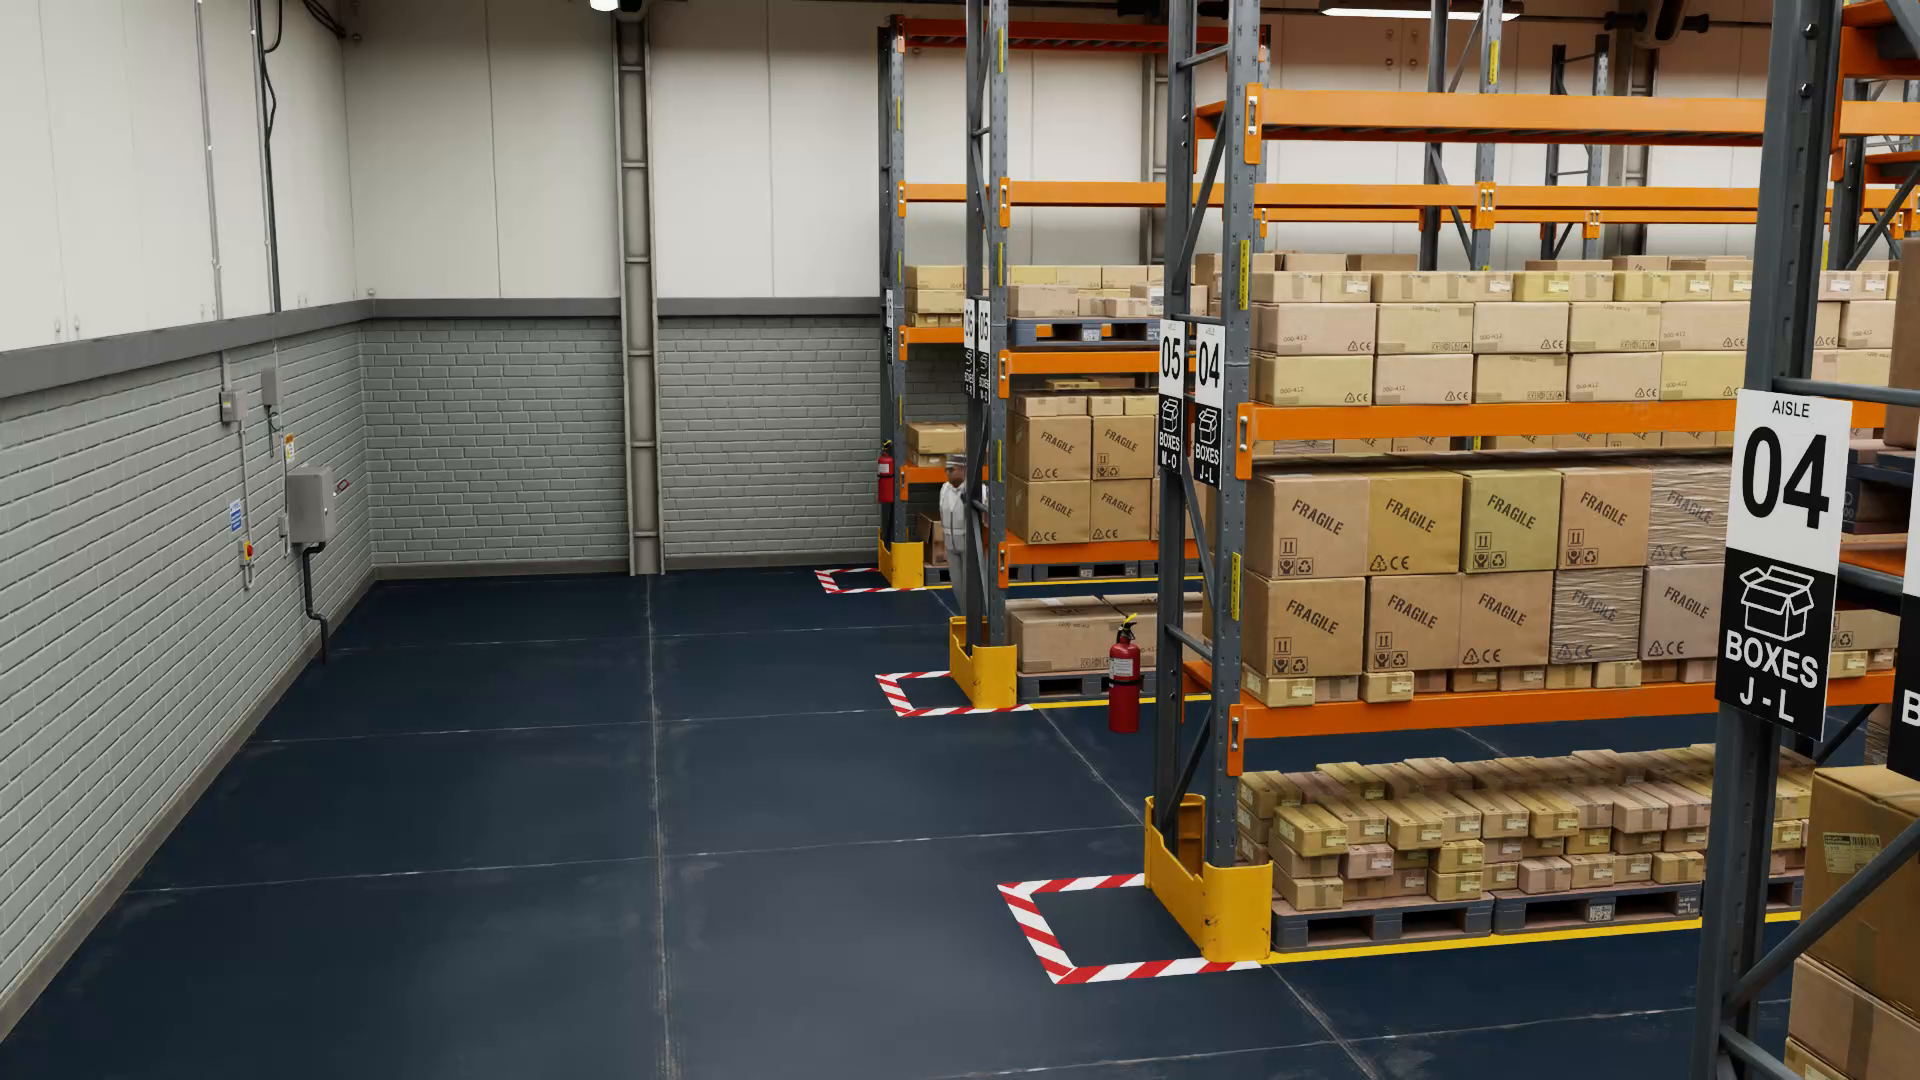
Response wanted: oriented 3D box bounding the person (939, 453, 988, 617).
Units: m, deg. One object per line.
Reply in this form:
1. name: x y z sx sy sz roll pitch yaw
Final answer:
1. person: 0.088 0.052 15.479 0.595 1.751 0.507 8 12 38
